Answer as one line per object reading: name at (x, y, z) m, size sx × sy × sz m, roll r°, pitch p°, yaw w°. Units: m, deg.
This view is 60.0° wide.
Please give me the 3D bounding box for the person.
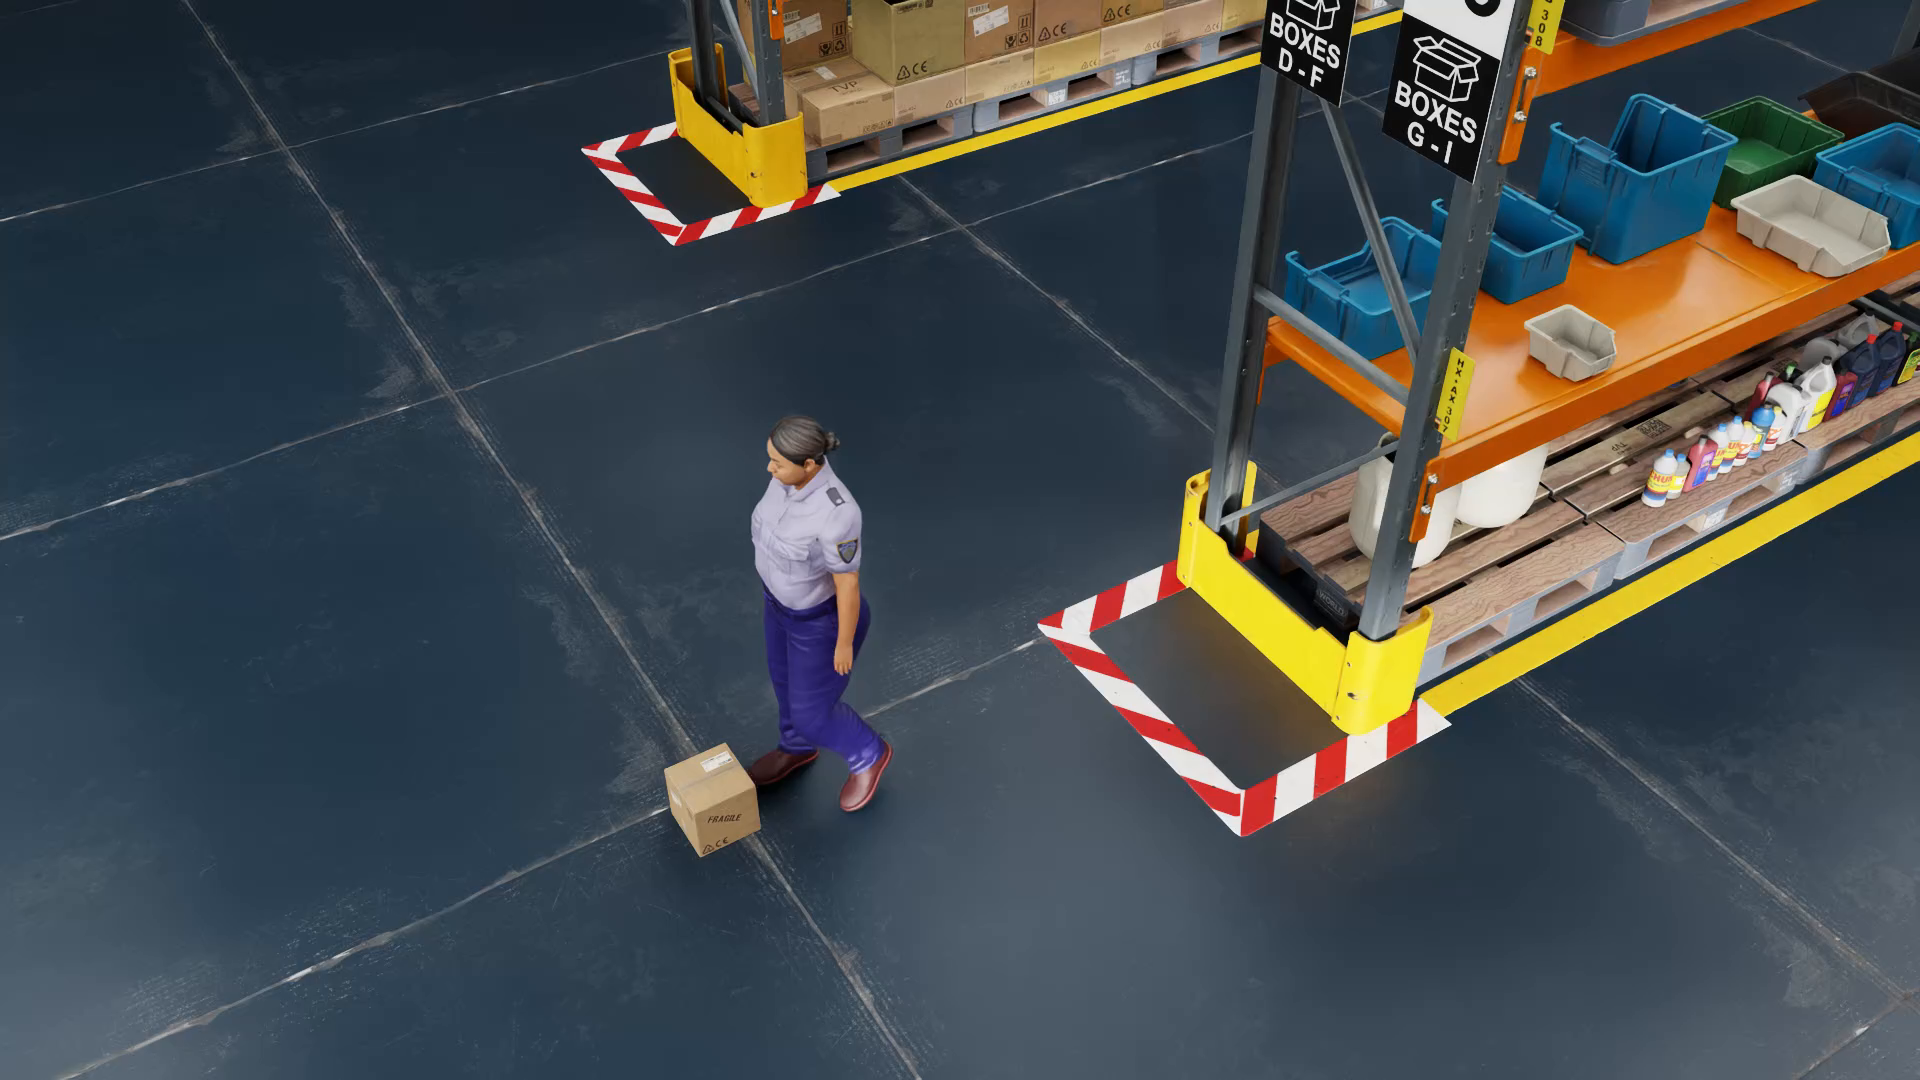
person at (-0.550, 0.272, 5.845) m, size 0.492 × 1.672 × 0.511 m, roll -22°, pitch 46°, yaw -24°
